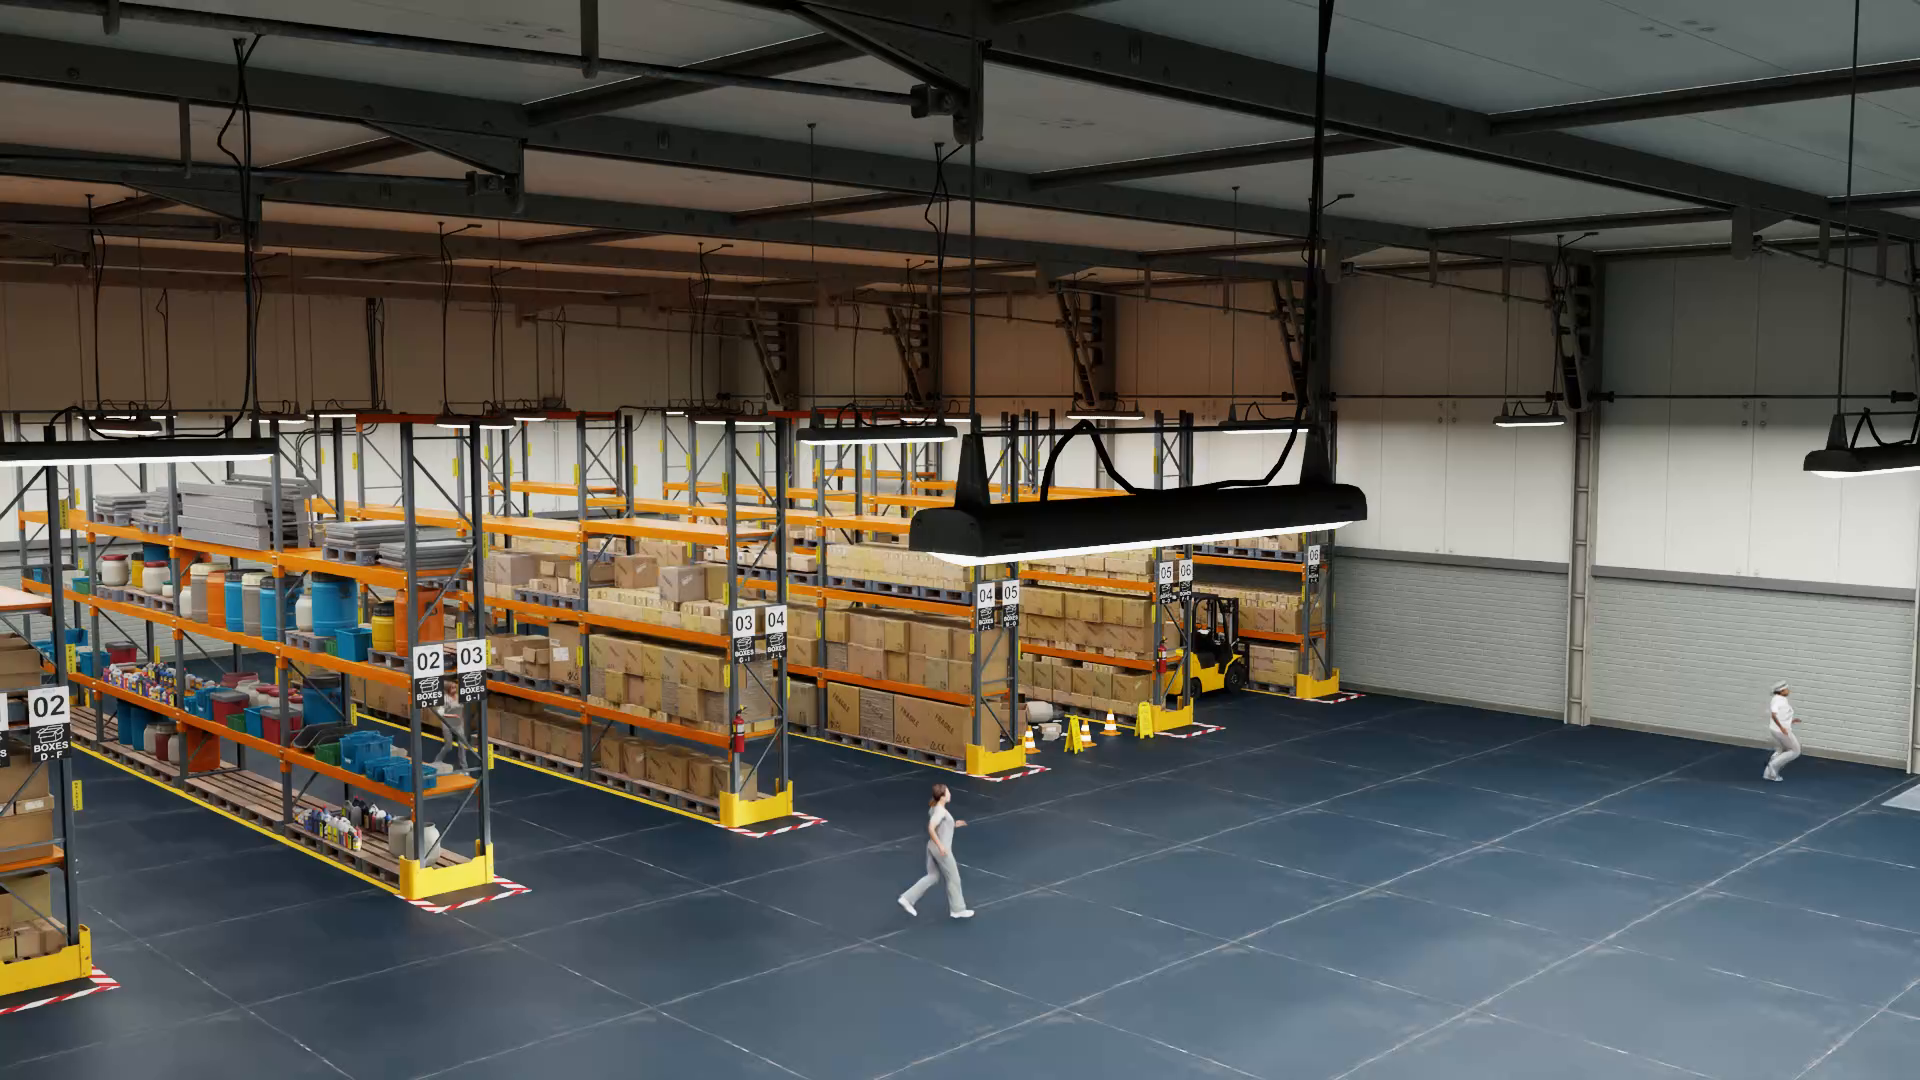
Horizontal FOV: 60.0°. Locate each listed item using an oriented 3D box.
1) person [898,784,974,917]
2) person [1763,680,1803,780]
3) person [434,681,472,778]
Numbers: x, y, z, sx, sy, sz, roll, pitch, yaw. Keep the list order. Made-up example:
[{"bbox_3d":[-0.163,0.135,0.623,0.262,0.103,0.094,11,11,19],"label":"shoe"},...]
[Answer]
[{"bbox_3d":[-0.275,3.740,19.954,0.951,1.653,0.564,-2,5,-19],"label":"person"},{"bbox_3d":[13.536,3.128,27.291,0.569,1.659,0.560,1,5,10],"label":"person"},{"bbox_3d":[-8.429,3.129,27.567,0.863,1.615,0.534,4,6,38],"label":"person"}]
